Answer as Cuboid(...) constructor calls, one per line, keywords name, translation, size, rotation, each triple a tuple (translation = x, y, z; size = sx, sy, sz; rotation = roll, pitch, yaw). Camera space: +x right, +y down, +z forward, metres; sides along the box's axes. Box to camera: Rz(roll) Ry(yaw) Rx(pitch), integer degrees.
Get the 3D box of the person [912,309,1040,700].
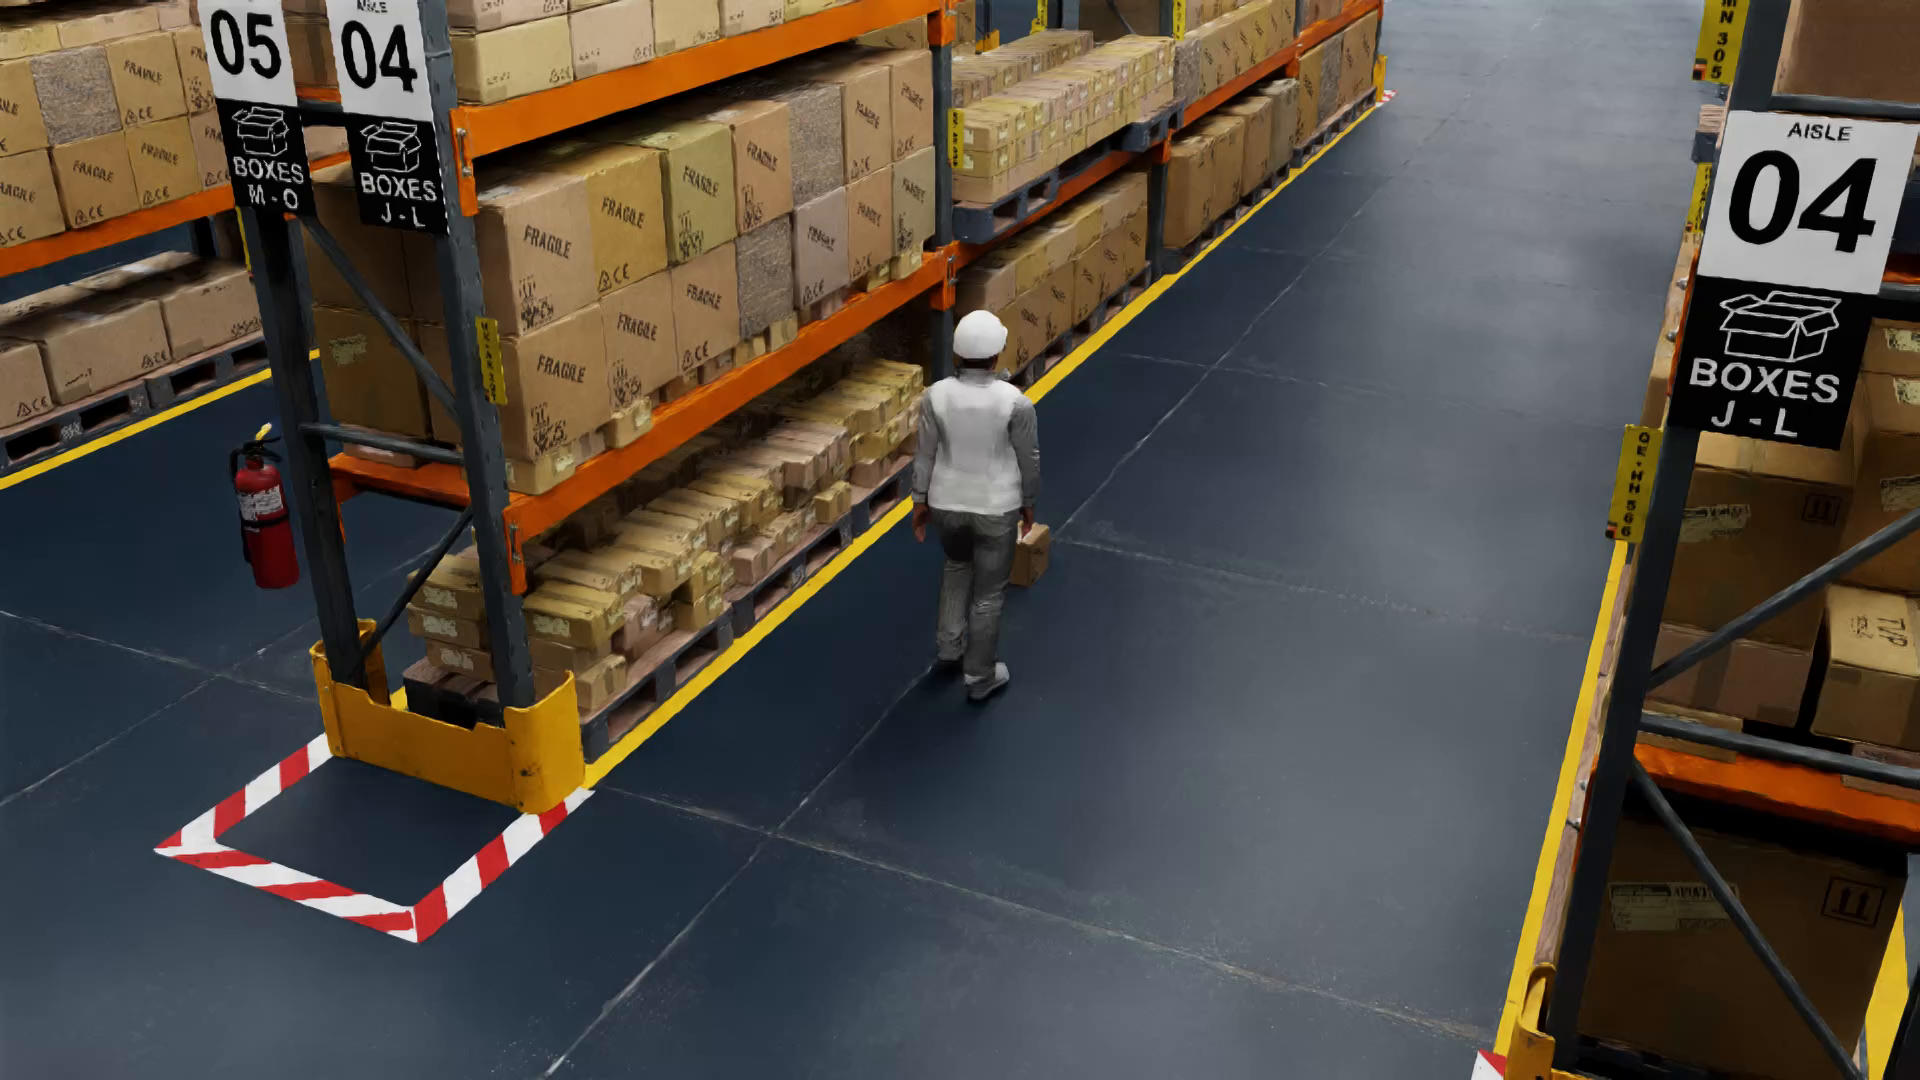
Cuboid(name="person", translation=(0.082, -0.168, 7.391), size=(0.552, 1.763, 0.521), rotation=(8, 27, 17))
